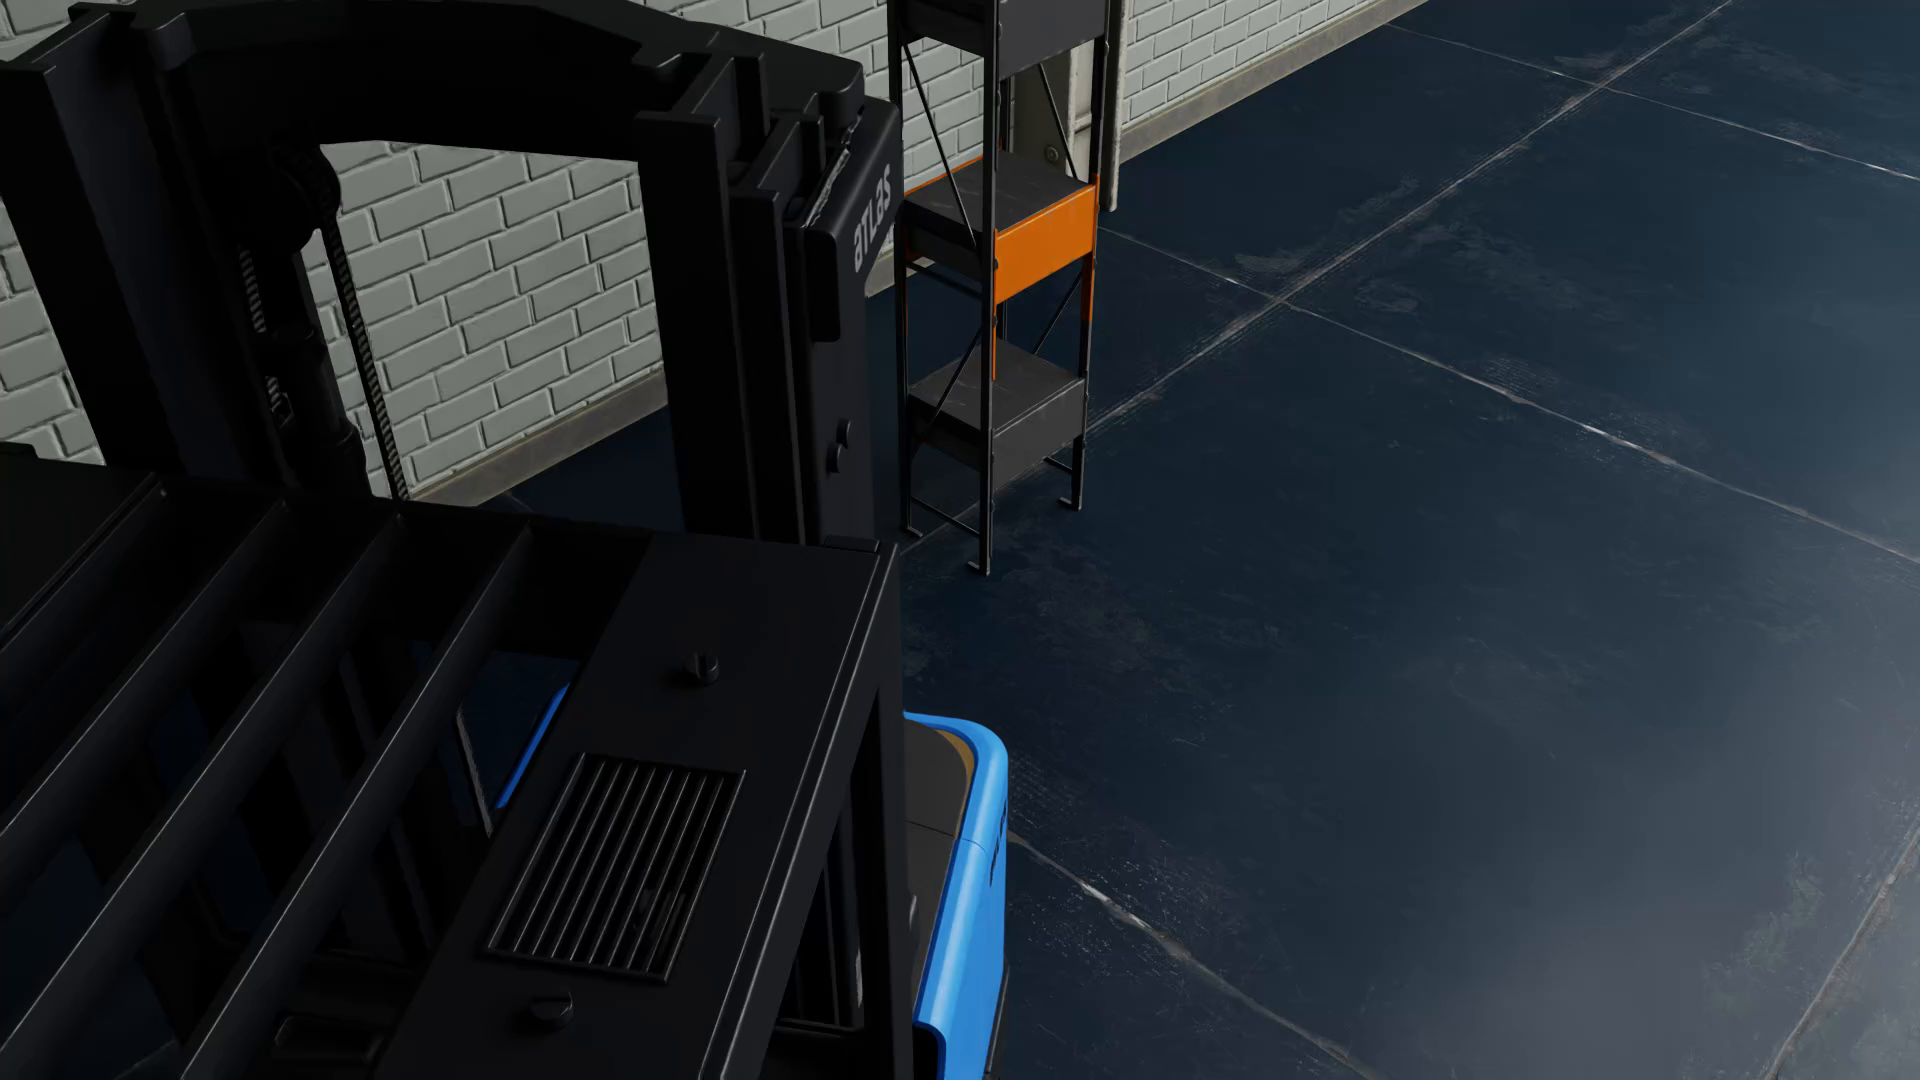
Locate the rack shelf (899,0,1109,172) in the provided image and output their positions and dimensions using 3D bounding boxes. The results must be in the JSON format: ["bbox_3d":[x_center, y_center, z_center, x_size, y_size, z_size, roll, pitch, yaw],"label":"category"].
[{"bbox_3d":[0.112,-1.435,4.765,0.431,0.518,0.480,30,47,32],"label":"rack shelf"}]

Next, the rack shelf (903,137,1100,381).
[{"bbox_3d":[0.112,-0.887,5.201,0.431,0.518,0.480,30,47,32],"label":"rack shelf"}]

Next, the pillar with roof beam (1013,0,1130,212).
[{"bbox_3d":[3.658,-3.222,2.571,9.100,9.000,0.400,30,47,32],"label":"pillar with roof beam"}]

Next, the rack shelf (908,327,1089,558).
[{"bbox_3d":[0.112,-0.339,5.636,0.431,0.518,0.480,30,47,32],"label":"rack shelf"}]

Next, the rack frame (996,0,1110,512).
[{"bbox_3d":[0.276,-1.010,5.333,0.400,2.100,0.015,30,47,32],"label":"rack frame"}]

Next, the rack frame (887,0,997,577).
[{"bbox_3d":[-0.053,-0.786,5.051,0.400,2.100,0.015,30,47,32],"label":"rack frame"}]

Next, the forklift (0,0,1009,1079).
[{"bbox_3d":[-0.651,0.933,2.221,1.130,2.935,3.031,6,39,8],"label":"forklift"}]

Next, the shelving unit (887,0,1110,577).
[{"bbox_3d":[0.112,-0.898,5.192,0.431,2.100,0.503,30,47,32],"label":"shelving unit"}]
